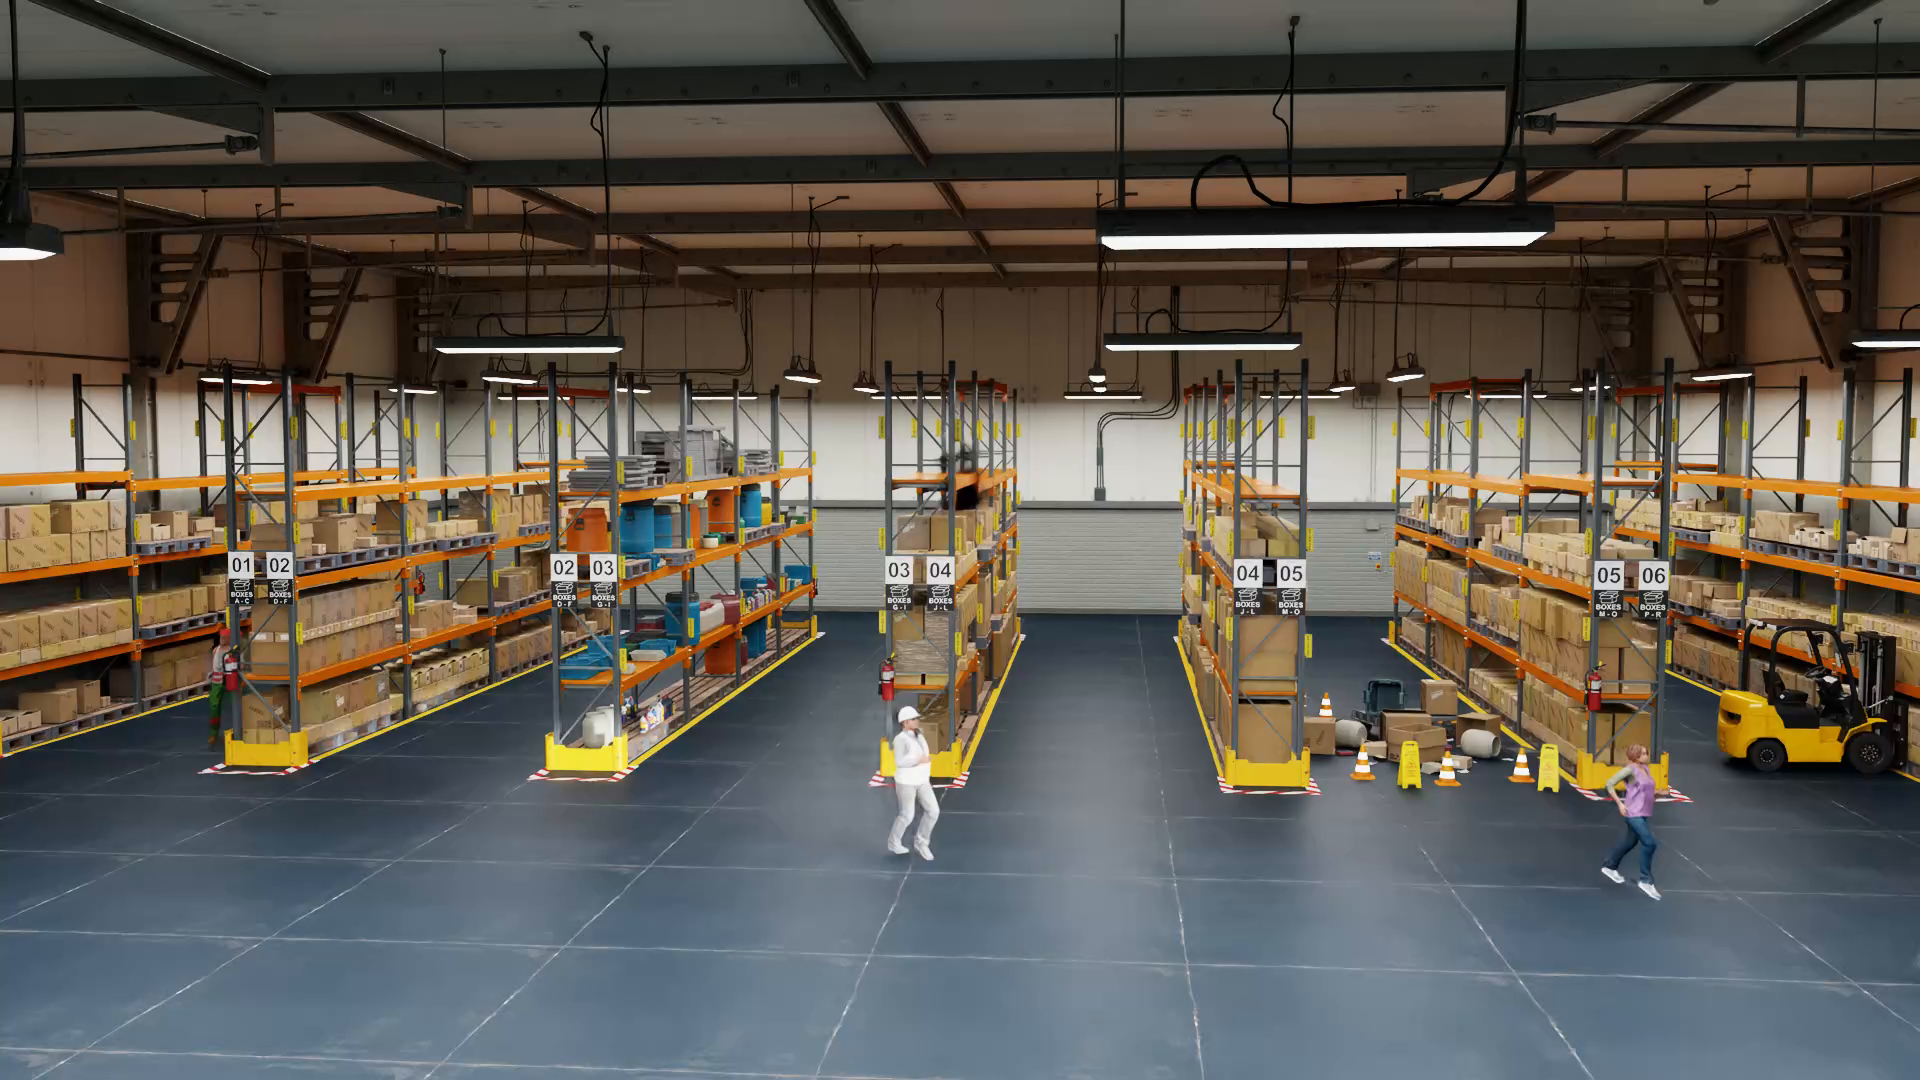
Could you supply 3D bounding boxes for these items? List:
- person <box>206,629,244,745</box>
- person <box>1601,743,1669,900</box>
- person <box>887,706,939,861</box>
[{"bbox_3d":[-11.800,2.319,26.719,0.662,1.797,0.928,0,4,5],"label":"person"},{"bbox_3d":[7.299,3.011,18.004,0.737,1.643,0.510,4,5,45],"label":"person"},{"bbox_3d":[-0.538,2.847,19.390,0.711,1.814,0.637,3,5,38],"label":"person"}]
